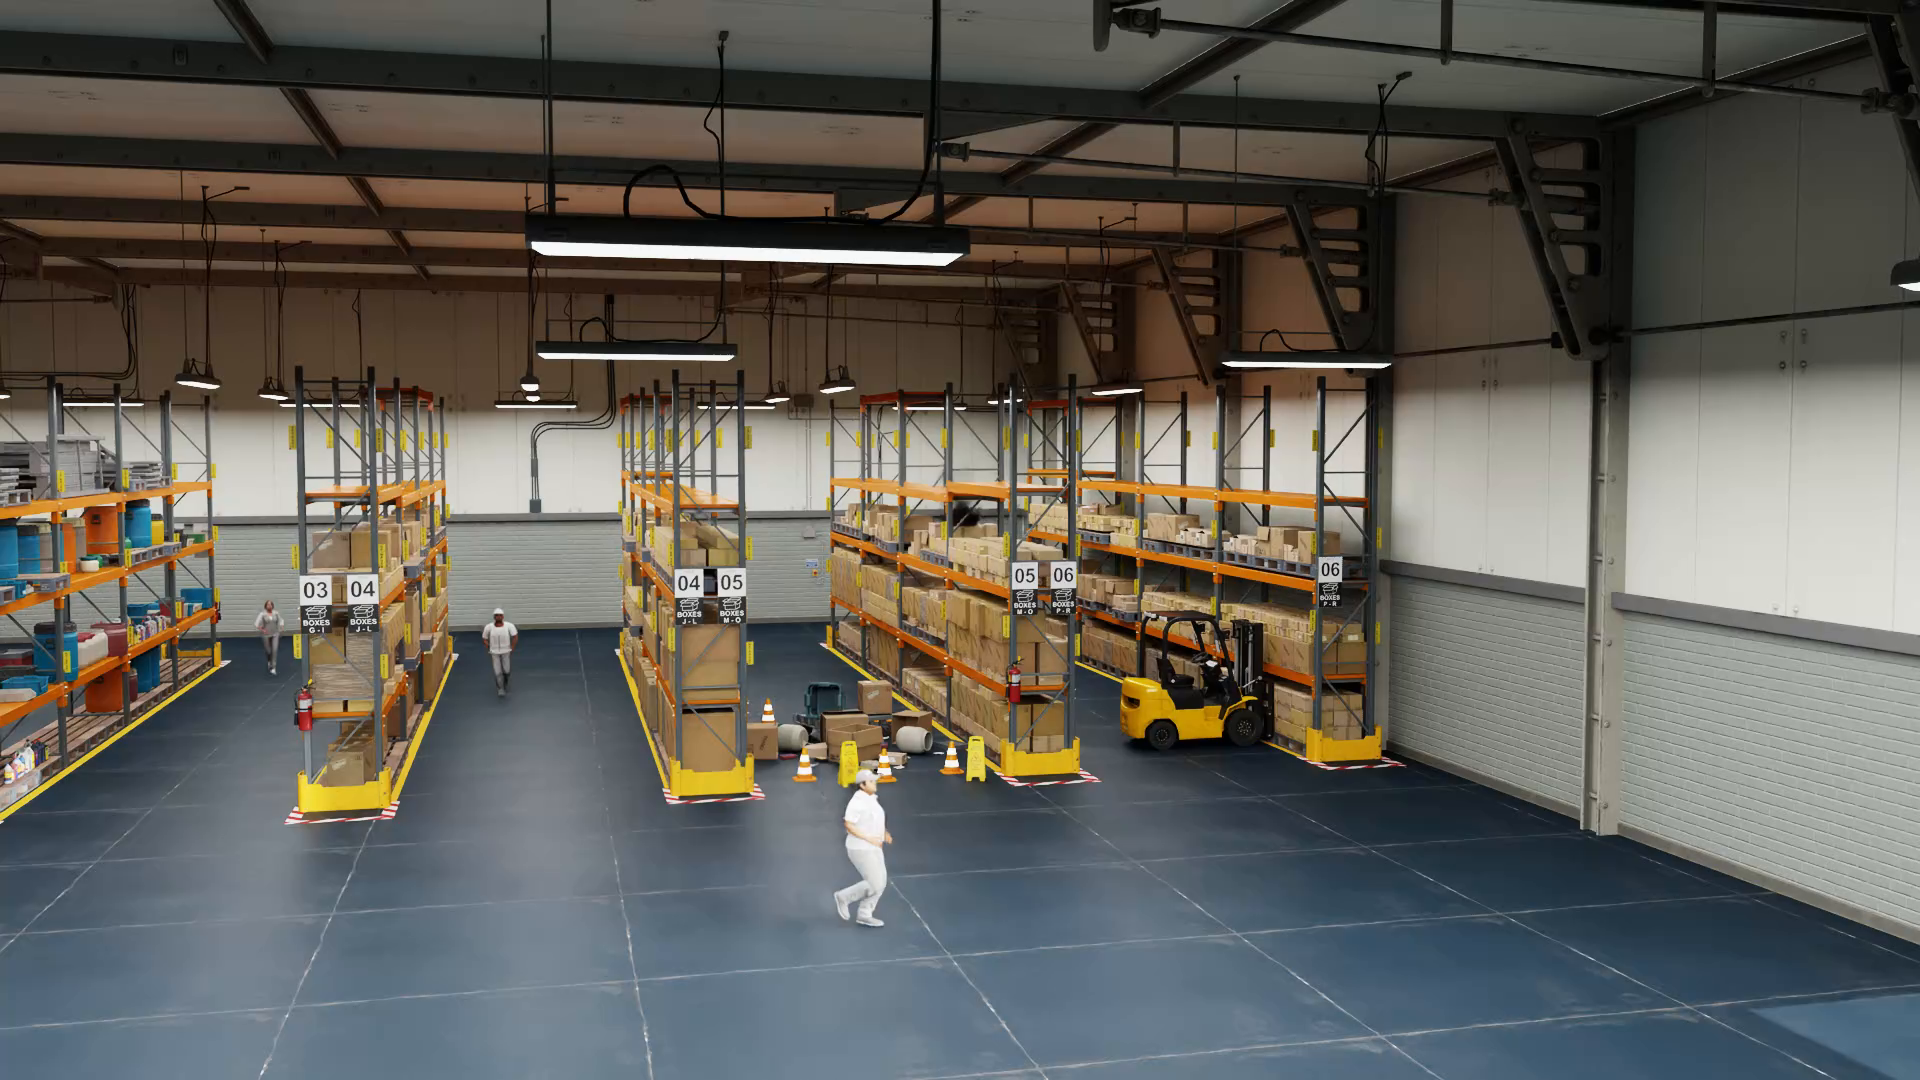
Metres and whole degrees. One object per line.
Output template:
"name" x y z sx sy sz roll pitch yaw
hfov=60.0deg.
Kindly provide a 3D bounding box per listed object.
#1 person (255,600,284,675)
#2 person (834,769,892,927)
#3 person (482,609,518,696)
"person" -14.867 2.100 35.836 0.593 1.592 0.688 -2 4 -32
"person" -0.990 3.168 17.152 0.518 1.621 0.596 1 4 14
"person" -8.978 2.198 32.463 0.674 1.719 0.569 -1 4 -13
